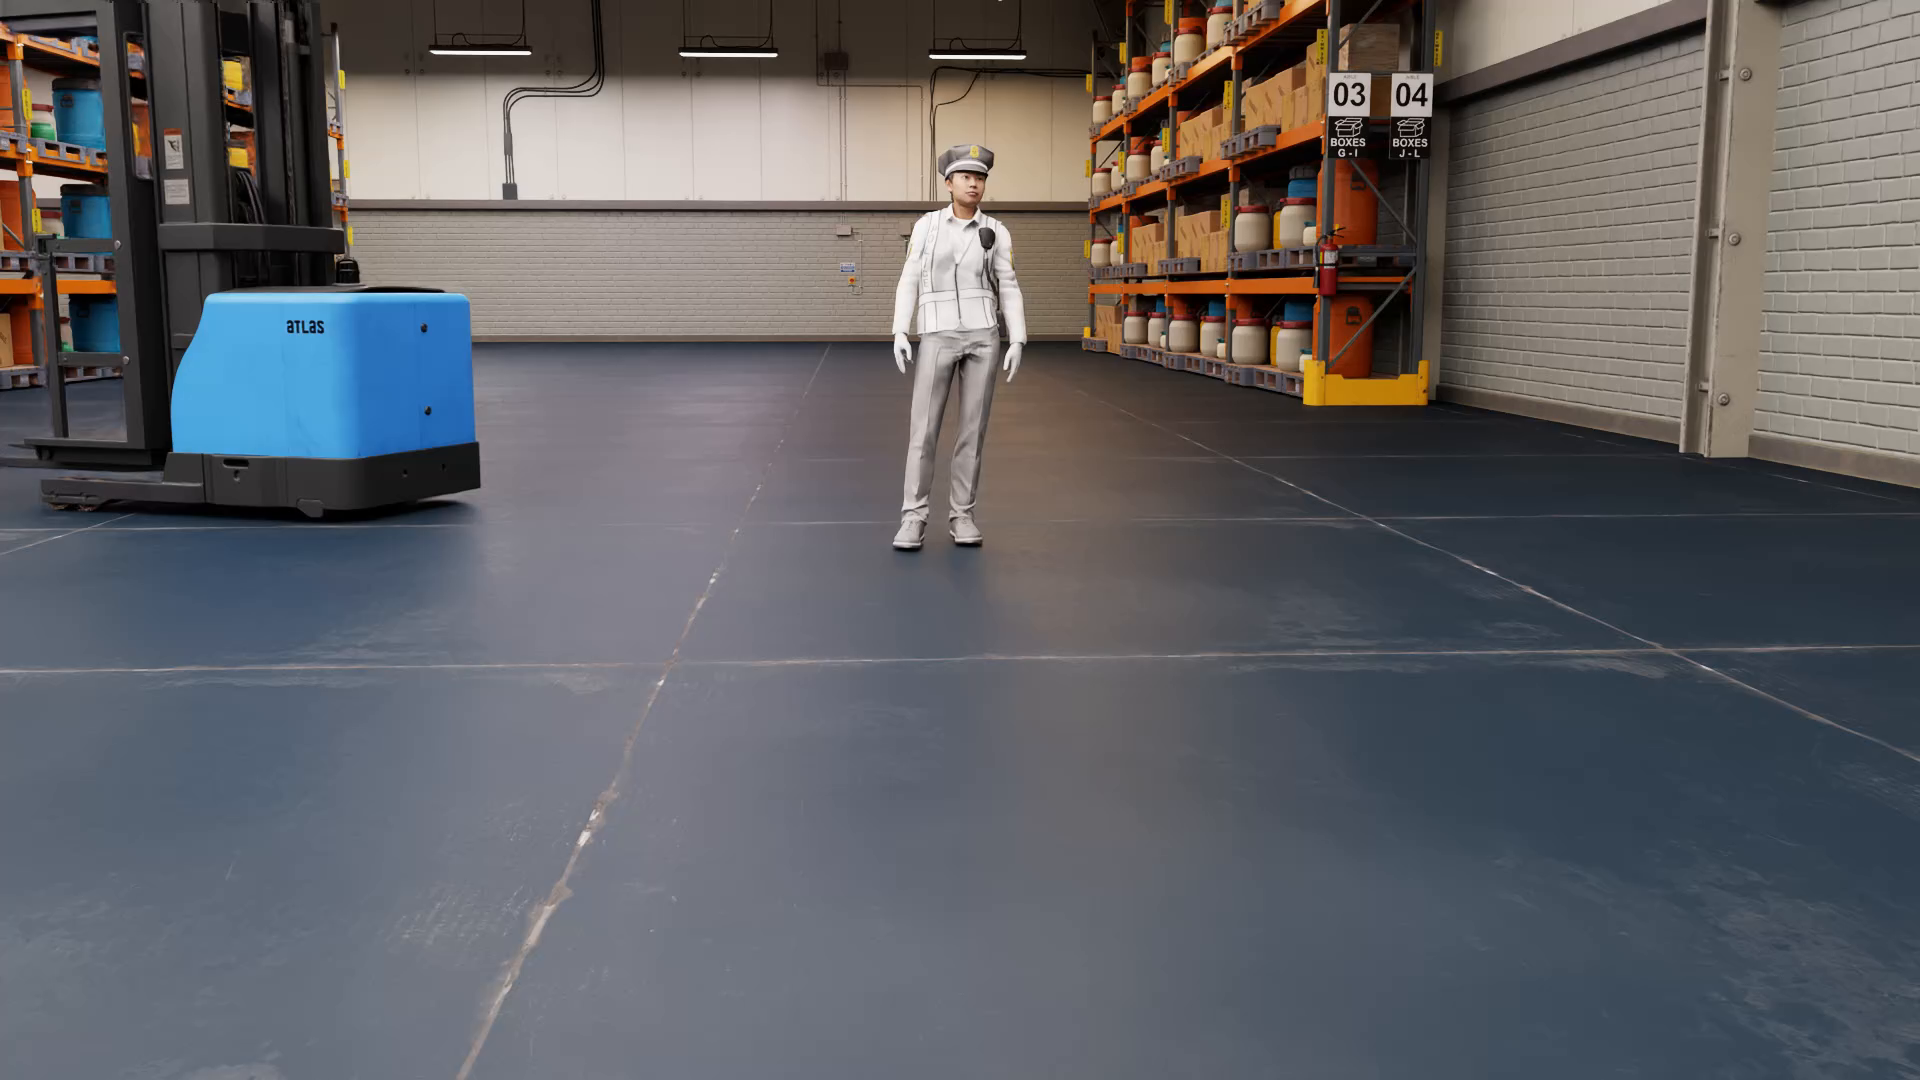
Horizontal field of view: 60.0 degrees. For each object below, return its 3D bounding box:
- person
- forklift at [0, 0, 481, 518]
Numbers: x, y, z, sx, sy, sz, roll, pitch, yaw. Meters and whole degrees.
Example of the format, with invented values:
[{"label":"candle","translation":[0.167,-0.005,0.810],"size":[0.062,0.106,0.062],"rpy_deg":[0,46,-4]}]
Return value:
[{"label":"person","translation":[-0.003,-0.835,7.116],"size":[0.587,1.694,0.530],"rpy_deg":[-1,8,-4]},{"label":"forklift","translation":[-4.068,-1.660,8.509],"size":[3.031,2.935,1.130],"rpy_deg":[3,9,19]}]
